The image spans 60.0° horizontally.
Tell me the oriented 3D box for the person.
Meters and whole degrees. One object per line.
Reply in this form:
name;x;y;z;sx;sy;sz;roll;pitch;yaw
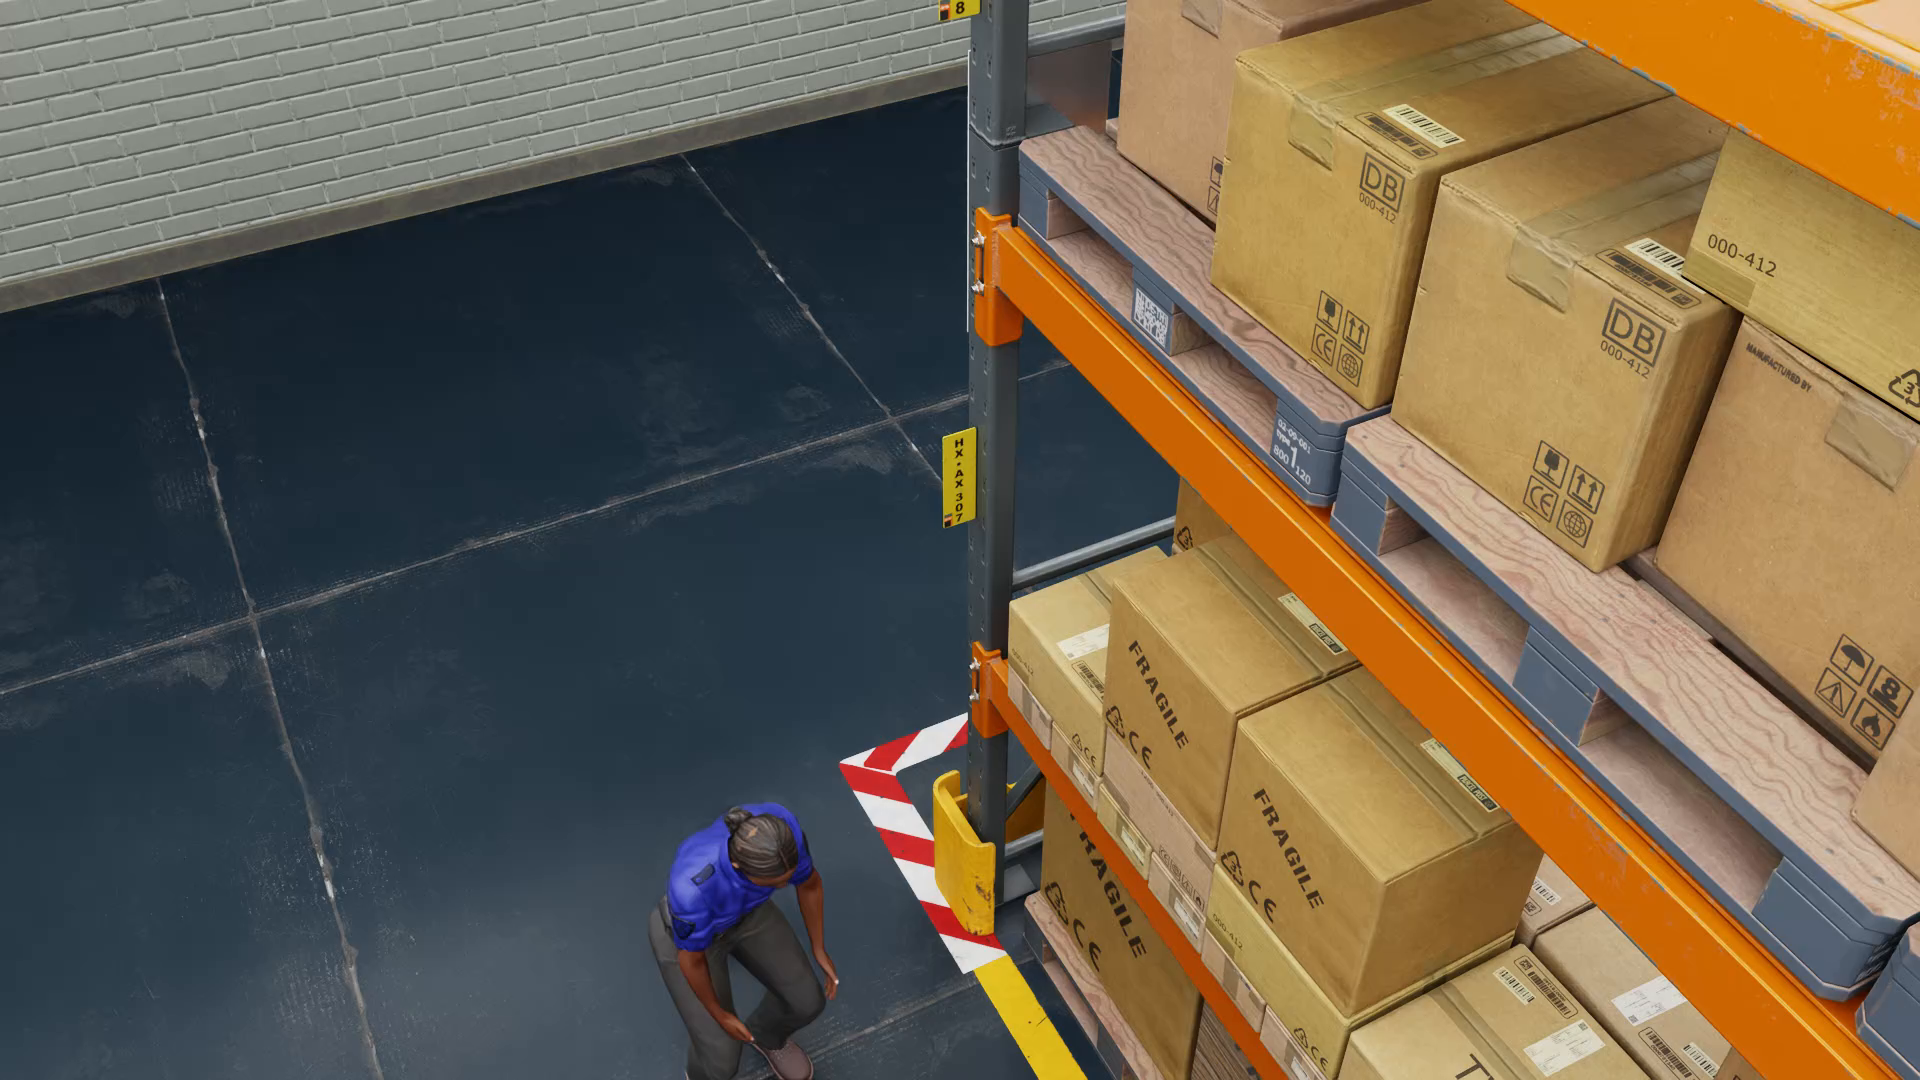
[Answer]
person;-0.639;1.212;4.949;0.490;1.465;0.556;-30;49;-29
